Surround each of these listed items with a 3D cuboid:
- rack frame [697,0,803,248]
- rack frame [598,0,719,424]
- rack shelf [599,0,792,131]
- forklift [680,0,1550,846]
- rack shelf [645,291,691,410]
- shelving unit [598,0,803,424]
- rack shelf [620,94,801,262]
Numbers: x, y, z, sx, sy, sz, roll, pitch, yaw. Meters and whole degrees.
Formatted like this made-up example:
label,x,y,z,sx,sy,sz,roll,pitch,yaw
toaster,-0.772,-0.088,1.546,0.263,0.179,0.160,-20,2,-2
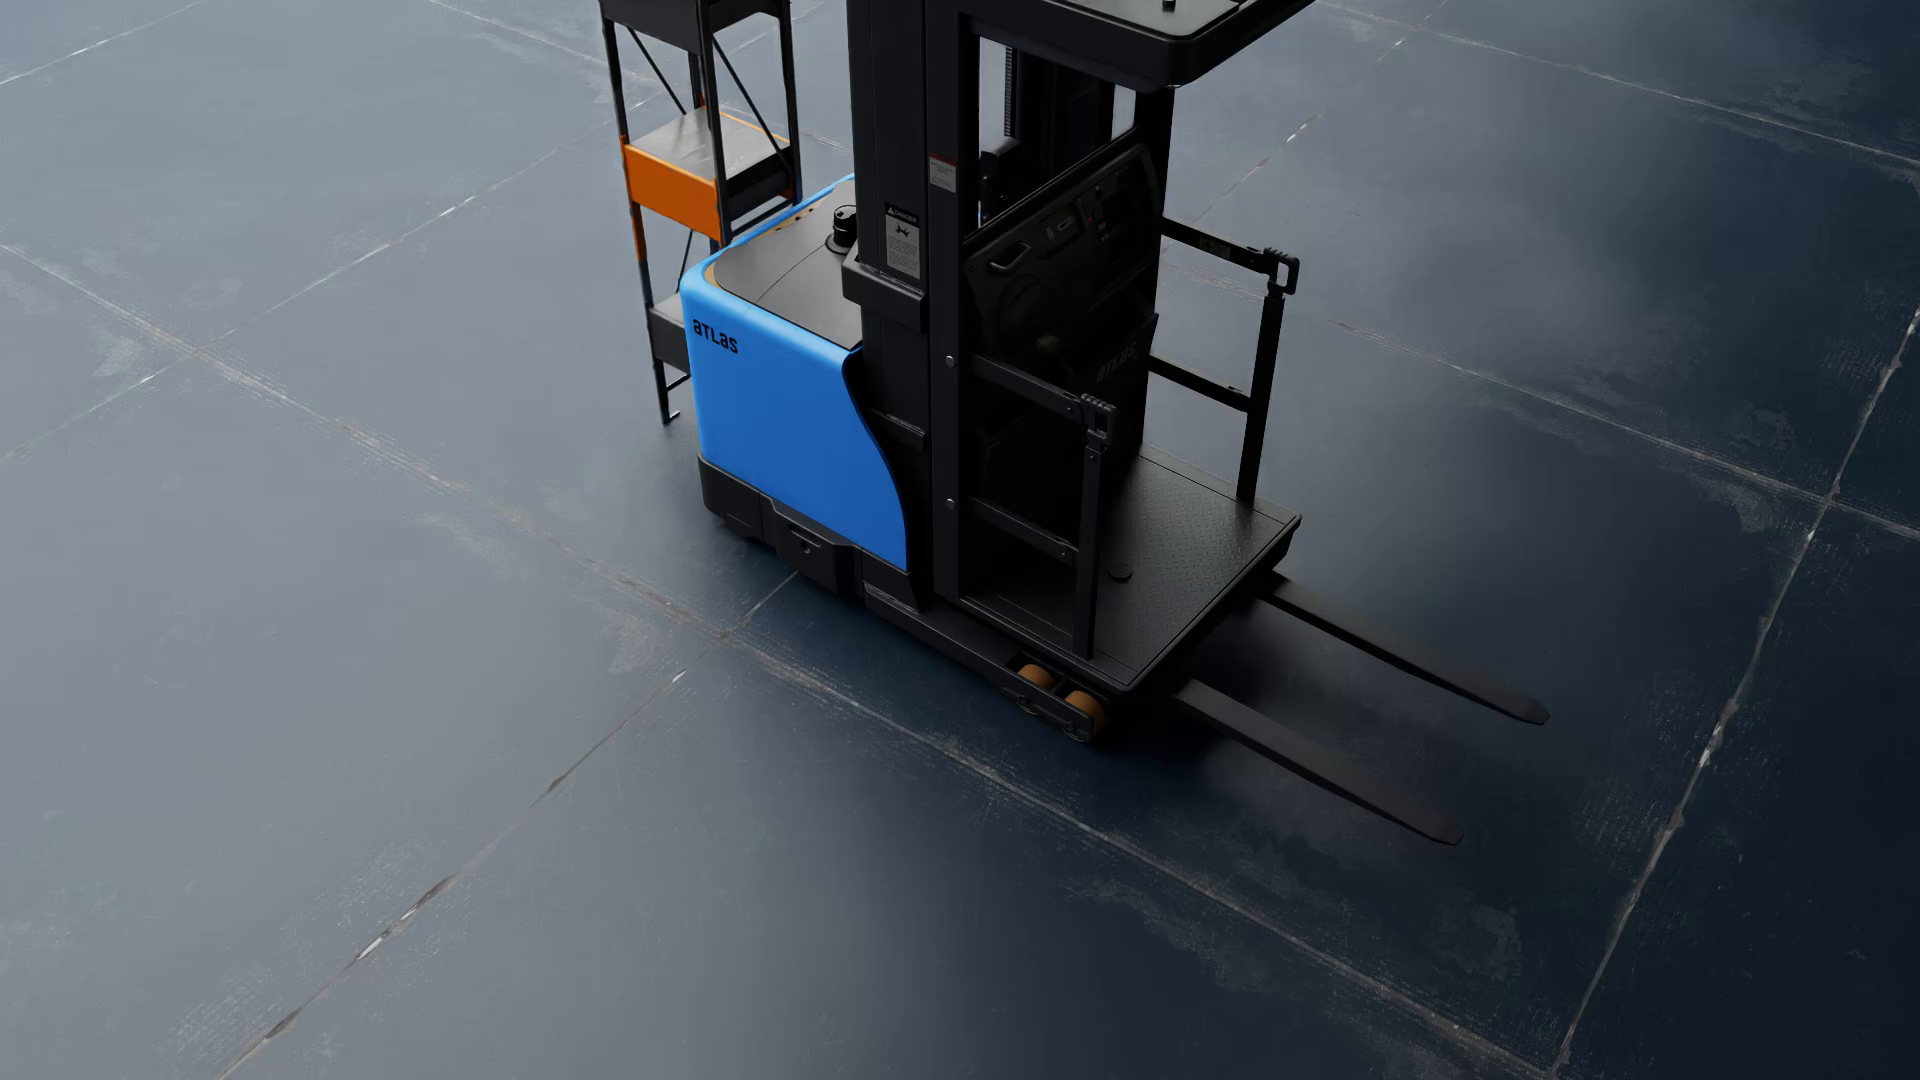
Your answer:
label,x,y,z,sx,sy,sz,roll,pitch,yaw
rack frame,-0.705,-1.156,5.967,0.015,2.100,0.400,28,49,28
rack frame,-1.084,-1.361,6.195,0.015,2.100,0.400,28,49,28
rack shelf,-0.894,-1.770,5.623,0.480,0.518,0.431,28,49,28
forklift,0.492,-0.829,4.979,3.031,2.935,1.130,28,49,28
rack shelf,-0.895,-0.727,6.557,0.480,0.518,0.431,28,49,28
shelving unit,-0.895,-1.258,6.081,0.503,2.100,0.431,28,49,28
rack shelf,-0.895,-1.248,6.090,0.480,0.518,0.431,28,49,28
